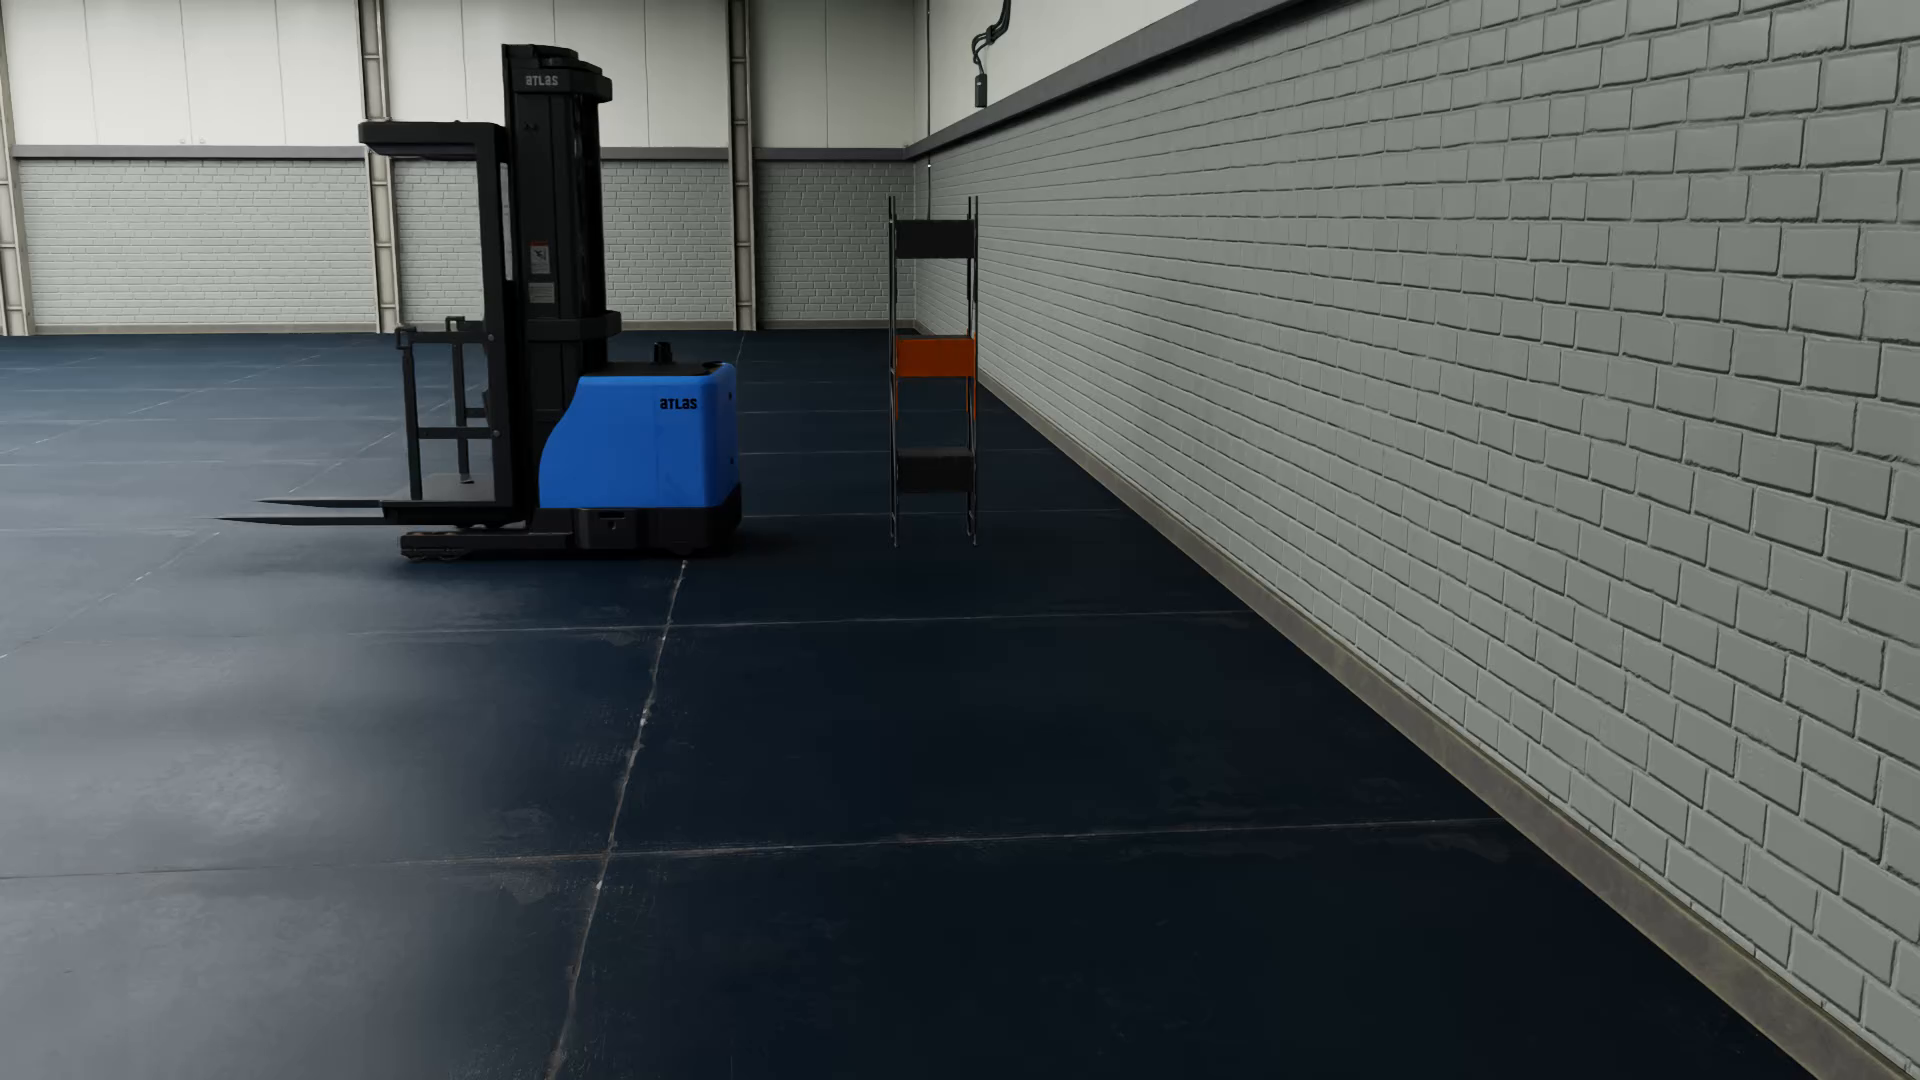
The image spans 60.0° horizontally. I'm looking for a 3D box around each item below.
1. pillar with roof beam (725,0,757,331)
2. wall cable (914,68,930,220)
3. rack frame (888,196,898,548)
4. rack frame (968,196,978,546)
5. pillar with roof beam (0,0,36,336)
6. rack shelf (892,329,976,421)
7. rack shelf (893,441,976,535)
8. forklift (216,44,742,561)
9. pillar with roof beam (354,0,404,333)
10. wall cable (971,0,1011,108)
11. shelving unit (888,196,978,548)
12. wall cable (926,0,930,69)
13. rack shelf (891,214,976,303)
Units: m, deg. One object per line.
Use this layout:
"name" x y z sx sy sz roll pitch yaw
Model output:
"pillar with roof beam" -3.284 -7.254 23.939 0.400 9.000 9.100 -1 11 -6
"wall cable" -0.677 -6.364 27.460 0.112 2.526 3.097 -1 11 -6
"rack frame" -0.407 -1.022 10.122 0.015 2.100 0.400 -1 11 -6
"rack frame" 0.078 -1.032 10.174 0.015 2.100 0.400 -1 11 -6
"pillar with roof beam" -15.214 -7.004 22.667 0.400 9.000 9.100 -1 11 -6
"rack shelf" -0.165 -1.013 10.151 0.480 0.518 0.431 -1 11 -6
"rack shelf" -0.165 -0.327 10.286 0.480 0.518 0.431 -1 11 -6
"forklift" -2.912 -1.418 9.983 3.031 2.935 1.130 0 11 -1
"pillar with roof beam" -9.249 -7.129 23.303 0.400 9.000 9.100 -1 11 -6
"wall cable" 0.332 -7.735 17.570 0.169 6.003 2.305 -1 11 -6
"shelving unit" -0.165 -1.027 10.148 0.503 2.100 0.431 -1 11 -6
"wall cable" -0.385 -8.323 24.334 0.112 2.526 3.097 -1 11 -6
"rack shelf" -0.165 -1.700 10.016 0.480 0.518 0.431 -1 11 -6
